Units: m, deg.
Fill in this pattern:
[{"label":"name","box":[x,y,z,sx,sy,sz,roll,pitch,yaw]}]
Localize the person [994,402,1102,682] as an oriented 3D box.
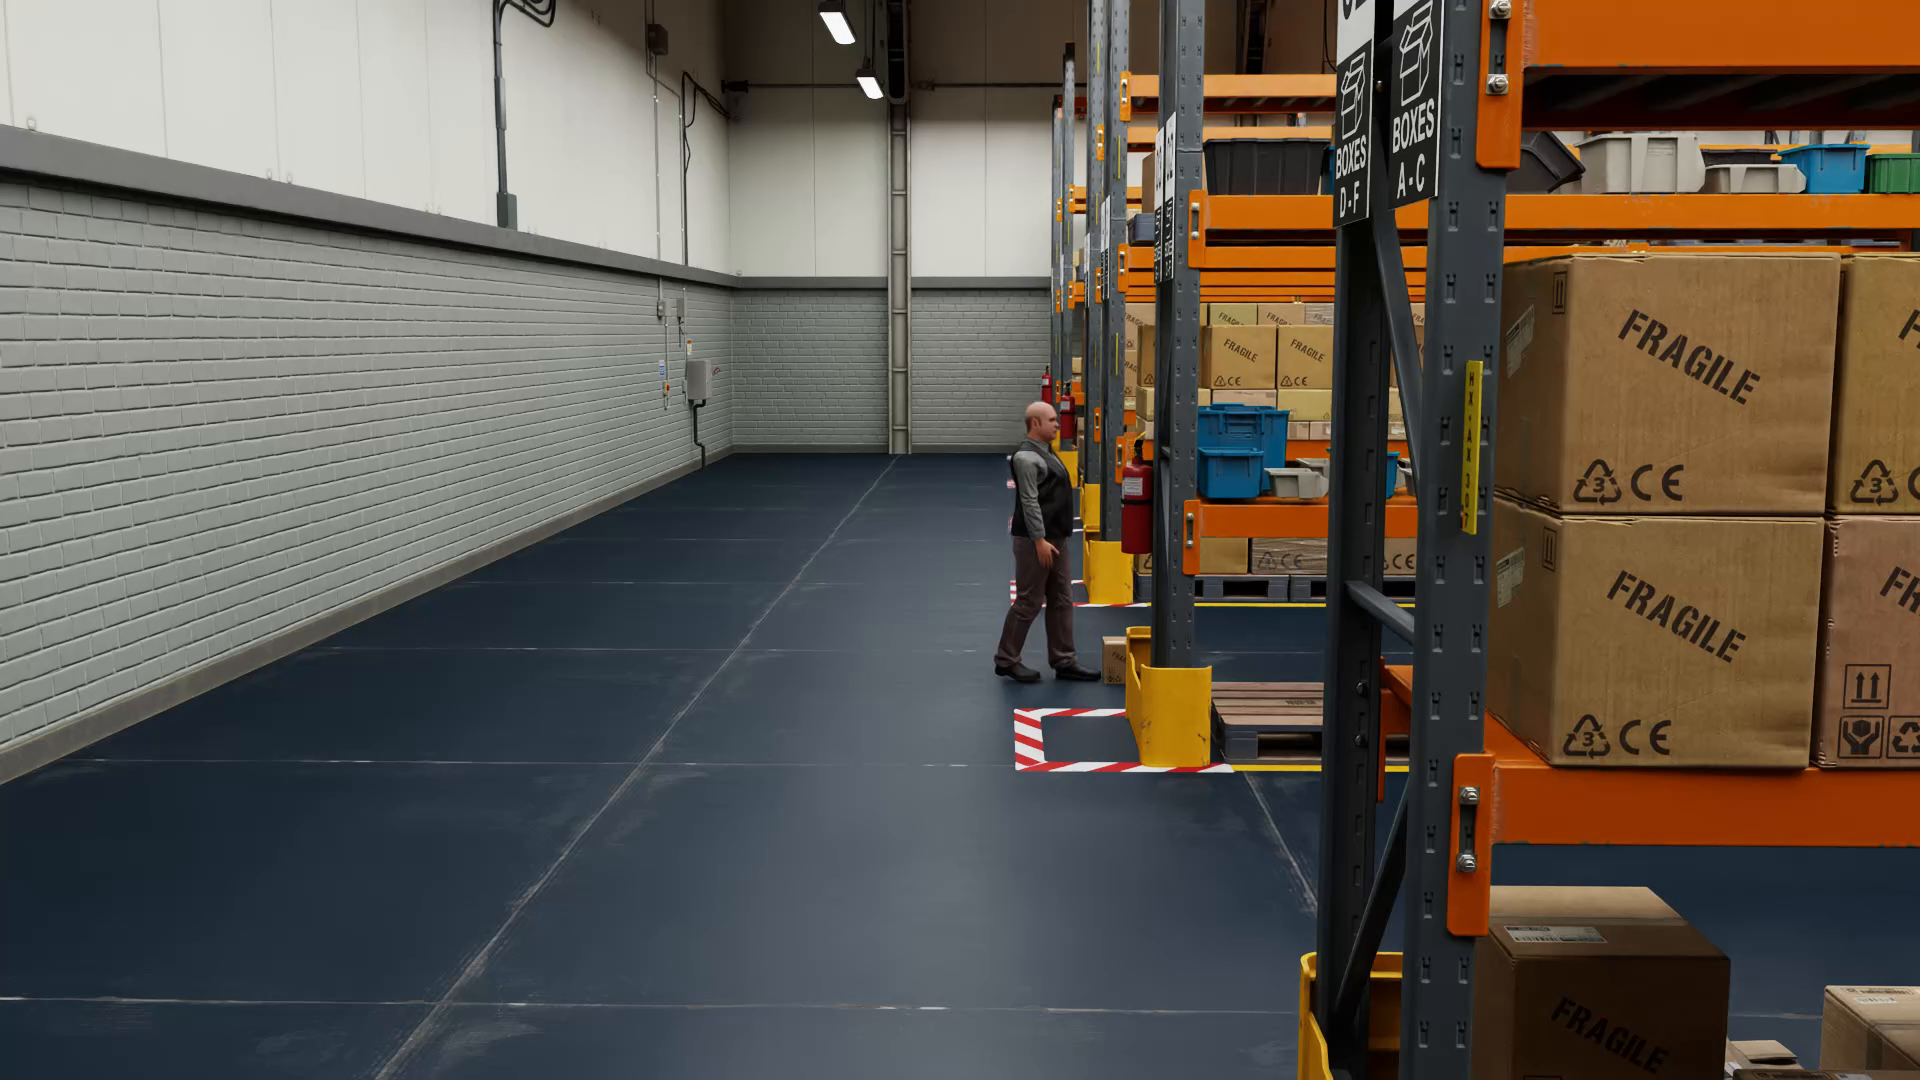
[{"label":"person","box":[0.534,0.014,10.197,0.655,1.719,0.544,3,8,19]}]
